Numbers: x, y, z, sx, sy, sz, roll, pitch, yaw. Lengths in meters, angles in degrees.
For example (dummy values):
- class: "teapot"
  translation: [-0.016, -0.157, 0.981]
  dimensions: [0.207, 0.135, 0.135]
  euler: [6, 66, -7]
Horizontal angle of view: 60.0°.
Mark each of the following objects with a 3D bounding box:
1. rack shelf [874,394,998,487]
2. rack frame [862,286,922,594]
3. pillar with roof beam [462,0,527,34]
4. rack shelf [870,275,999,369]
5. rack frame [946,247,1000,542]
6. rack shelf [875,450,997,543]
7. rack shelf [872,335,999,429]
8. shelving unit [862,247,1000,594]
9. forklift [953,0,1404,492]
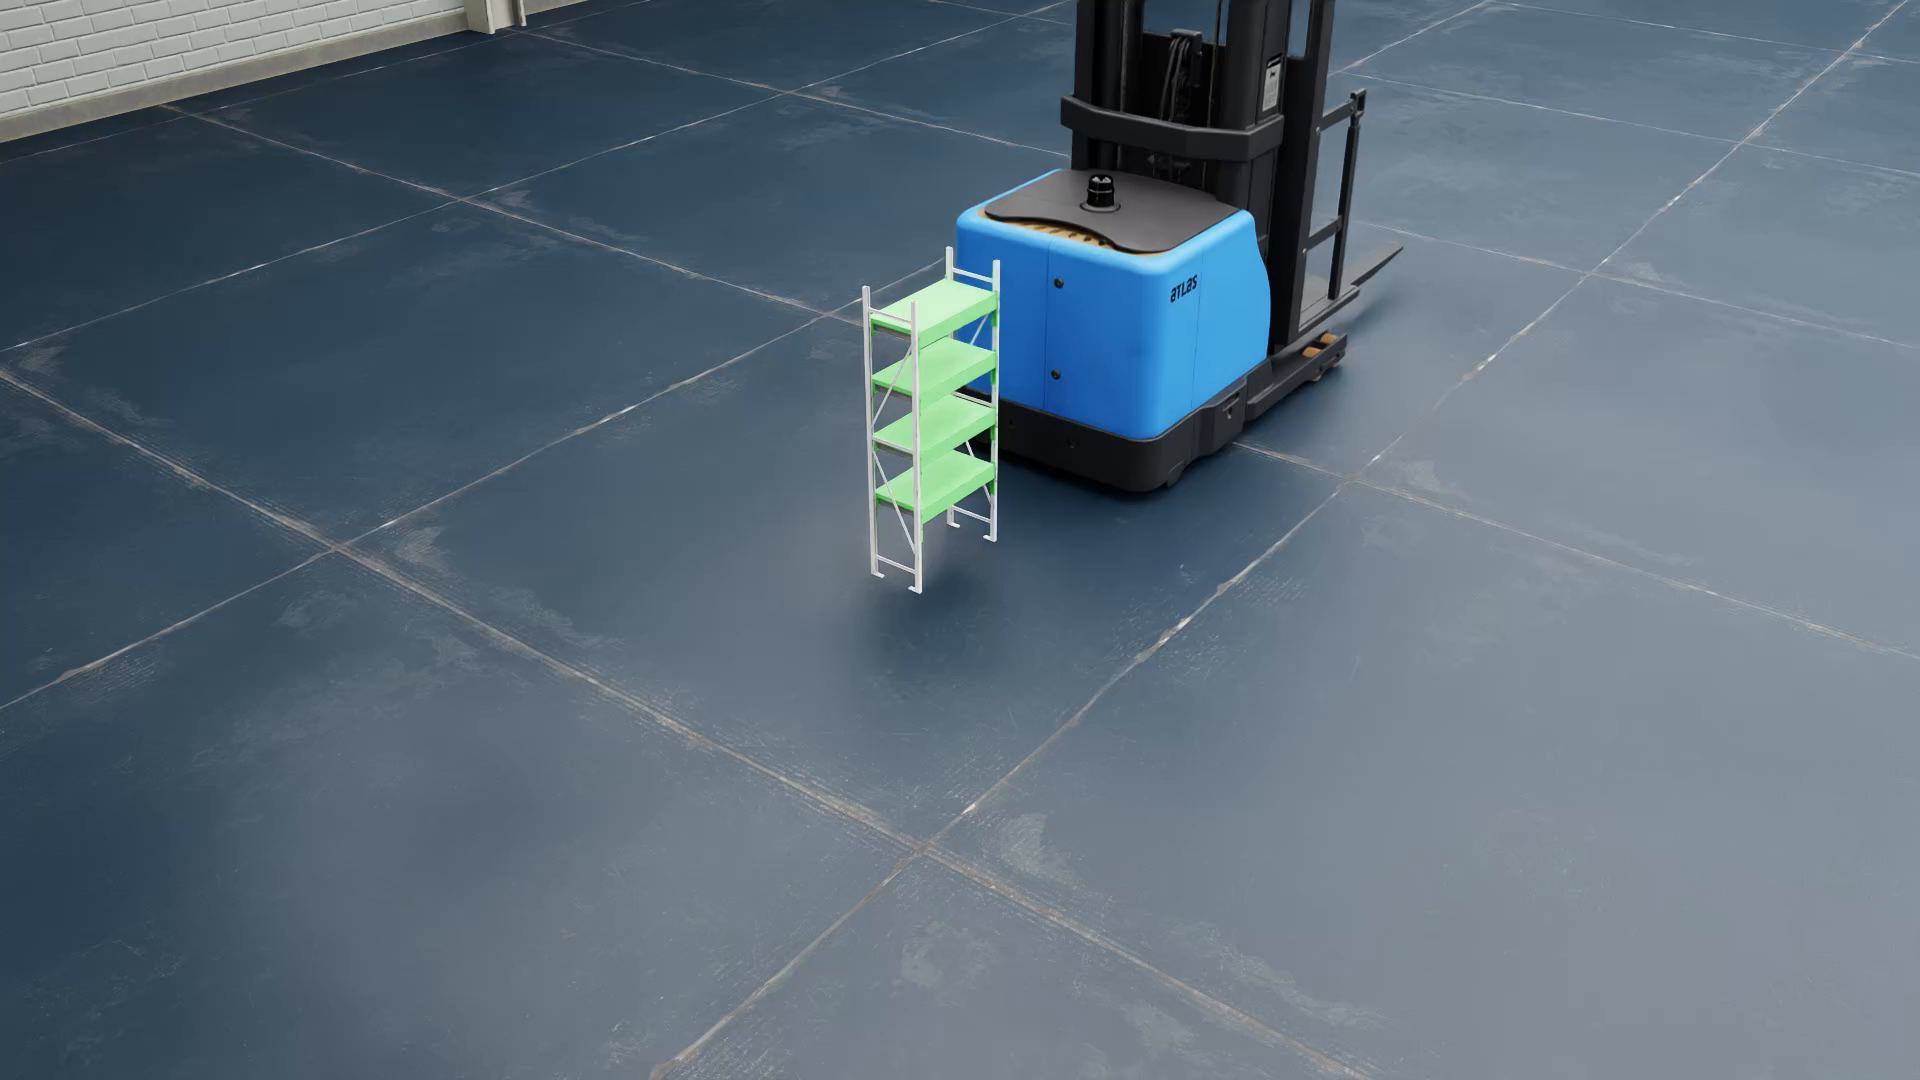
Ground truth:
- class: "rack shelf"
  translation: [-0.100, -0.394, 6.363]
  dimensions: [0.258, 0.148, 0.480]
  euler: [21, 37, 31]
- class: "rack frame"
  translation: [-0.247, -0.350, 6.163]
  dimensions: [0.240, 1.200, 0.015]
  euler: [21, 37, 31]
- class: "pillar with roof beam"
  translation: [-0.492, -6.894, 9.556]
  dimensions: [9.100, 9.000, 0.400]
  euler: [21, 37, 31]
- class: "rack shelf"
  translation: [-0.100, -0.807, 6.118]
  dimensions: [0.258, 0.148, 0.480]
  euler: [21, 37, 31]
- class: "rack frame"
  translation: [0.047, -0.548, 6.498]
  dimensions: [0.240, 1.200, 0.015]
  euler: [21, 37, 31]
- class: "rack shelf"
  translation: [-0.100, -0.187, 6.486]
  dimensions: [0.258, 0.148, 0.480]
  euler: [21, 37, 31]
- class: "rack shelf"
  translation: [-0.100, -0.600, 6.241]
  dimensions: [0.258, 0.148, 0.480]
  euler: [21, 37, 31]
- class: "shelving unit"
  translation: [-0.100, -0.449, 6.331]
  dimensions: [0.258, 1.200, 0.503]
  euler: [21, 37, 31]
- class: "forklift"
  translation: [1.245, -2.158, 7.517]
  dimensions: [1.130, 2.935, 3.031]
  euler: [21, 36, 31]
